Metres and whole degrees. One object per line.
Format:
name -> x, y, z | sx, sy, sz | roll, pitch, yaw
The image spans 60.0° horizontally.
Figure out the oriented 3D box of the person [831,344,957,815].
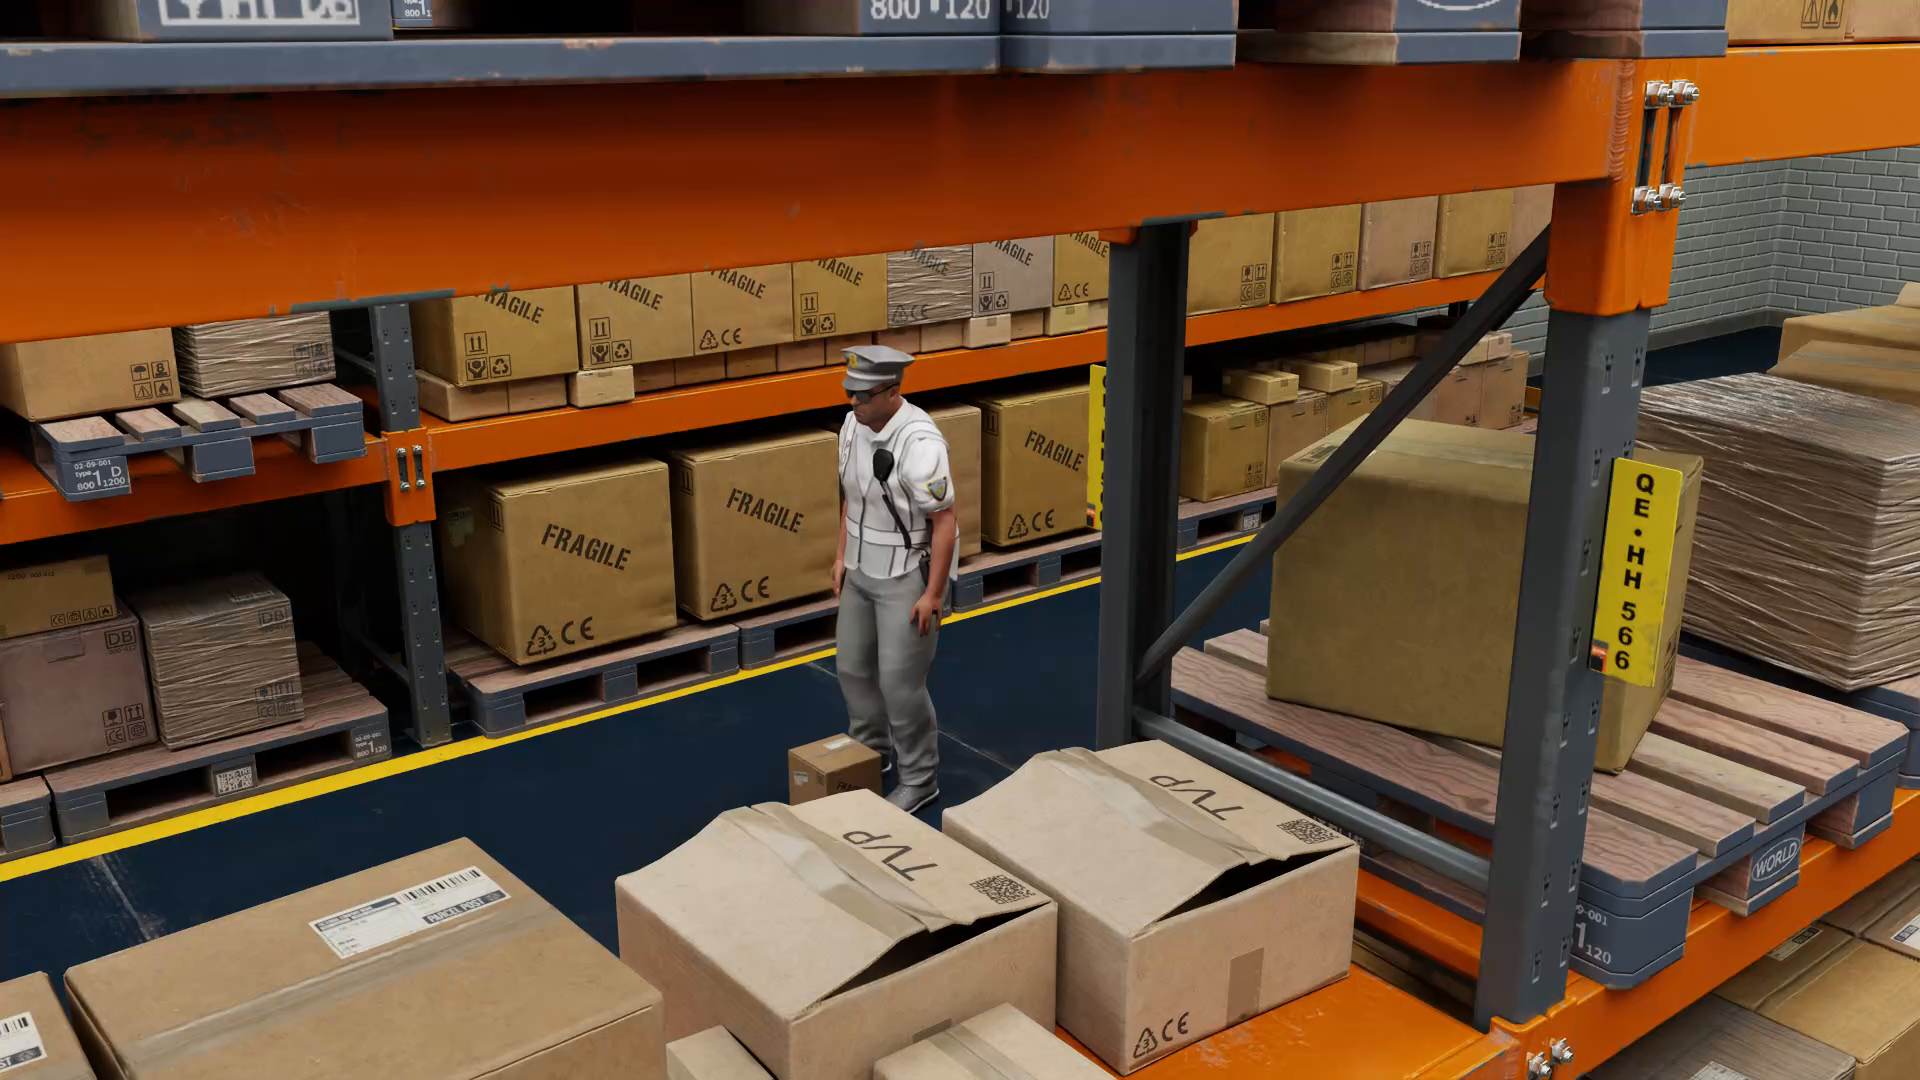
person -> -0.255, 0.132, 6.120 | 0.439, 1.747, 0.585 | -13, 22, -36
